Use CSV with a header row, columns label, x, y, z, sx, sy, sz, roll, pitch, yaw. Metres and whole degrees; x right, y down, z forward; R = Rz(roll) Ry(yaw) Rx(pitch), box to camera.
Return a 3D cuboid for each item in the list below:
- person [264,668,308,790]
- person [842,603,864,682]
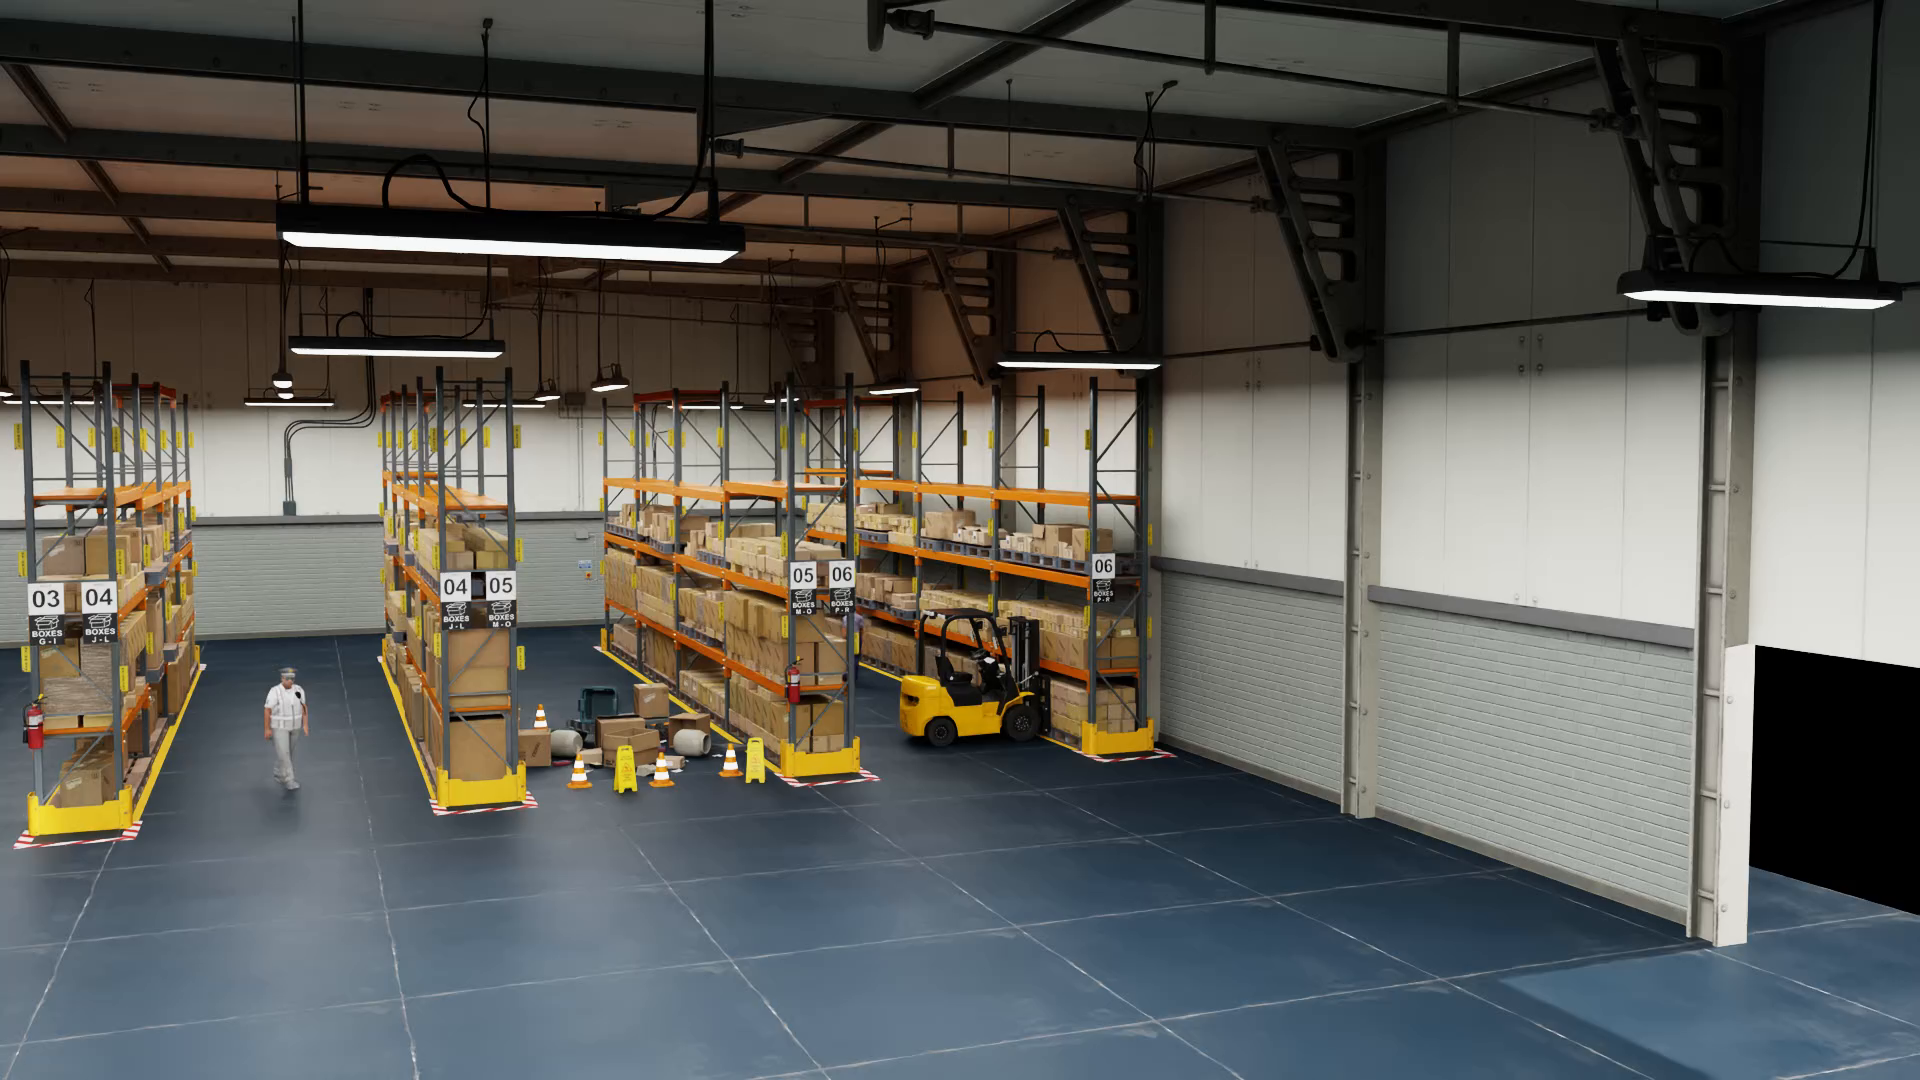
label,x,y,z,sx,sy,sz,roll,pitch,yaw
person,-9.649,2.686,23.910,1.021,1.698,0.558,2,4,35
person,-2.249,2.128,34.321,0.557,1.686,0.423,-2,4,-25
